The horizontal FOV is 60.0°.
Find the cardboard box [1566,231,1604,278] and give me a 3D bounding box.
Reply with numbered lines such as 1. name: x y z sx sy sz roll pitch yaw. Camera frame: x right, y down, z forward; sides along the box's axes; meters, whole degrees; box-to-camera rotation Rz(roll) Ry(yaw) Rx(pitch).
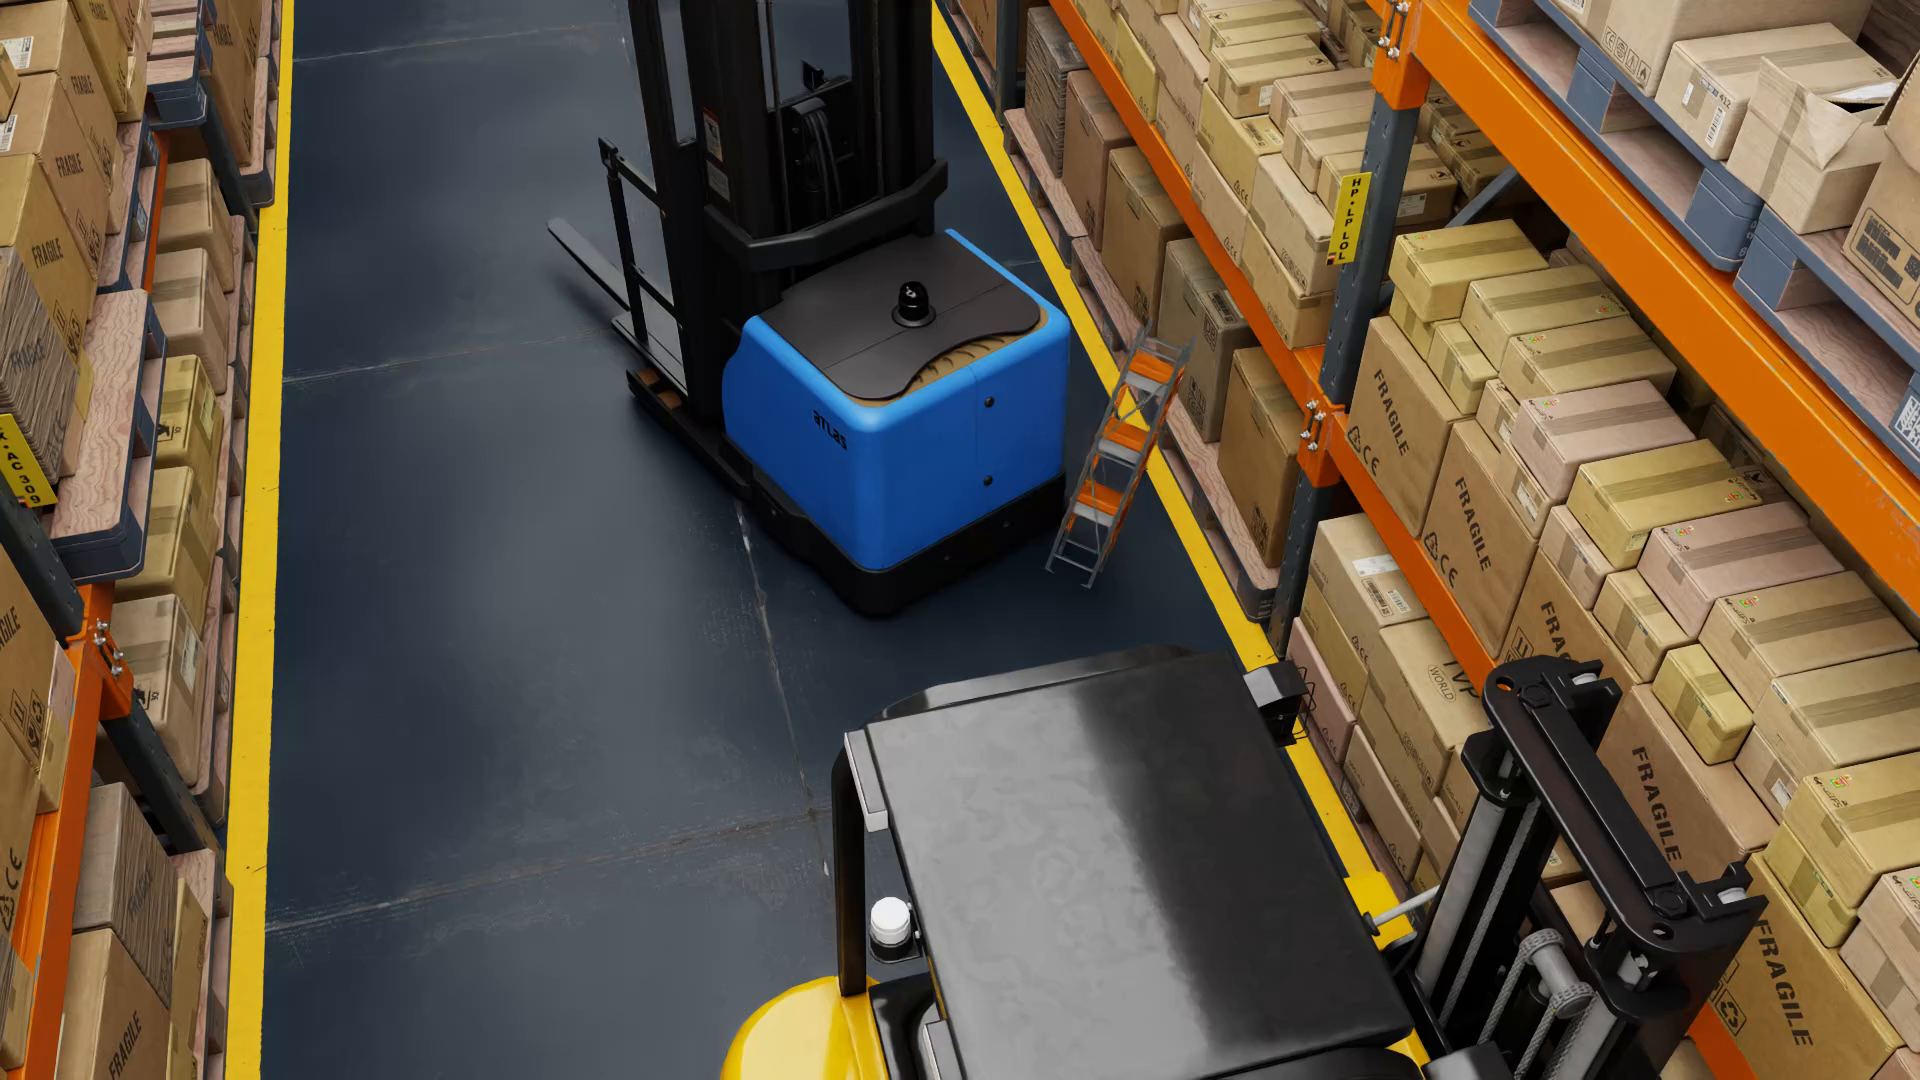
1. cardboard box: 2.092 -0.914 5.064 0.380 0.149 0.250 -11 47 -10

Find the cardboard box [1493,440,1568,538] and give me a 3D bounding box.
1. cardboard box: 1.699 -0.169 4.542 0.380 0.149 0.250 -10 46 -9

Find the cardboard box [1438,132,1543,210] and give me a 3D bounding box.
1. cardboard box: 1.836 -1.257 5.608 0.380 0.149 0.250 -12 47 -11

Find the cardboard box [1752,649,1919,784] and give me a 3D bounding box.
1. cardboard box: 2.049 0.416 3.760 0.380 0.149 0.250 -10 46 -10

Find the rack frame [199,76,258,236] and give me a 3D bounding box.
1. rack frame: -4.103 -2.564 7.414 1.000 3.000 0.127 -11 47 -10

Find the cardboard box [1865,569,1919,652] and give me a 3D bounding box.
1. cardboard box: 2.424 0.157 4.014 0.380 0.149 0.250 -9 46 -9

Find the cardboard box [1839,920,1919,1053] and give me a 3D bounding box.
1. cardboard box: 2.115 0.888 3.506 0.380 0.149 0.250 -12 47 -12

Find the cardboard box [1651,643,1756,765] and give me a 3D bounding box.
1. cardboard box: 1.922 0.365 4.019 0.380 0.149 0.250 -12 47 -11

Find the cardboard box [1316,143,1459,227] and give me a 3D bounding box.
1. cardboard box: 1.416 -1.170 5.523 0.380 0.149 0.250 -9 46 -9

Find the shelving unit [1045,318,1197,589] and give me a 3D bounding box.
1. shelving unit: 0.634 -0.340 6.592 0.215 1.050 0.252 23 19 9

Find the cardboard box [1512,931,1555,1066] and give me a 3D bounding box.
1. cardboard box: 1.921 1.364 4.845 0.500 0.250 0.500 -11 47 -10

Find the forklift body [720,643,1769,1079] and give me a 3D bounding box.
1. forklift body: 0.494 1.370 4.152 2.313 2.155 1.214 -11 47 -10

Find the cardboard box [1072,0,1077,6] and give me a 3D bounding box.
1. cardboard box: 0.696 -2.723 7.674 0.500 0.250 0.500 -12 47 -11

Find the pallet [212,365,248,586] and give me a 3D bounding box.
1. pallet: -3.595 -0.208 7.057 1.003 0.211 1.213 -11 47 -10

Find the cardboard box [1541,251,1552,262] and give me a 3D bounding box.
1. cardboard box: 1.855 -1.054 6.038 0.500 0.250 0.500 -10 46 -10

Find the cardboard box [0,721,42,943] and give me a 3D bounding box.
1. cardboard box: -2.586 0.674 3.962 0.500 0.500 0.500 -9 46 -9

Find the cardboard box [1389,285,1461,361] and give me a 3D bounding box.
1. cardboard box: 1.546 -0.707 5.069 0.380 0.149 0.250 -11 47 -11

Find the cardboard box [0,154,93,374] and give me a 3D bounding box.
1. cardboard box: -3.050 -0.811 5.123 0.500 0.500 0.500 -11 47 -10

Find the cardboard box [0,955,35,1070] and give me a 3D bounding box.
1. cardboard box: -2.439 1.152 3.947 0.380 0.149 0.250 -11 47 -11

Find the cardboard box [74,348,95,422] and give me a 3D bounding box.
1. cardboard box: -2.970 -0.475 5.248 0.380 0.149 0.250 -10 46 -9

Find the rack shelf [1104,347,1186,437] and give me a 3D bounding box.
1. rack shelf: 0.724 -0.582 6.504 0.215 0.259 0.240 23 19 9

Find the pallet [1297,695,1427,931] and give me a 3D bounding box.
1. pallet: 1.882 0.820 6.049 1.003 0.211 1.213 -11 47 -10

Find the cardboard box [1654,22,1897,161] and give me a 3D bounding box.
1. cardboard box: 1.737 -0.961 3.554 0.380 0.149 0.250 -9 46 -9

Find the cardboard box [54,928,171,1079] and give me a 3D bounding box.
1. cardboard box: -2.536 1.461 4.575 0.500 0.500 0.500 -10 46 -10

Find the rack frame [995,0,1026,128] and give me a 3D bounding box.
1. rack frame: 0.695 -3.474 8.305 1.000 3.000 0.127 -11 47 -10

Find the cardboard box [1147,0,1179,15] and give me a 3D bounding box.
1. cardboard box: 0.918 -2.216 6.548 0.380 0.149 0.250 -12 47 -11

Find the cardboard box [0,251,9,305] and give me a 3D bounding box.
1. cardboard box: -2.857 -0.705 4.565 0.380 0.149 0.250 -11 47 -10

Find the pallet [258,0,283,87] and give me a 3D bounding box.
1. pallet: -4.541 -2.987 9.780 1.003 0.211 1.213 -11 47 -10

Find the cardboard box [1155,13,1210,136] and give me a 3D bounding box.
1. cardboard box: 1.082 -1.835 6.454 0.500 0.250 0.500 -10 46 -10

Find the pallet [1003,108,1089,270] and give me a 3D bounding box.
1. pallet: 0.868 -1.923 8.737 1.003 0.211 1.213 -11 47 -10

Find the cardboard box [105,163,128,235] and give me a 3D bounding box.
1. cardboard box: -3.222 -1.206 5.964 0.380 0.149 0.250 -9 46 -9

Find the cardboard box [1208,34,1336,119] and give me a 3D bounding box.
1. cardboard box: 1.126 -1.681 6.024 0.380 0.149 0.250 -12 47 -12

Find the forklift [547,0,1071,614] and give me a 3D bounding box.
1. forklift: -0.858 -1.734 6.648 1.130 2.935 3.031 -29 52 -25

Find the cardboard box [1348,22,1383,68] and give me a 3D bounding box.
1. cardboard box: 1.669 -1.797 6.137 0.380 0.149 0.250 -11 47 -11

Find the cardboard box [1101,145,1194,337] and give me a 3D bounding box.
1. cardboard box: 1.188 -1.443 7.683 0.875 0.625 0.625 -12 47 -12

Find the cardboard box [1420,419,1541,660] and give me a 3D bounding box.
1. cardboard box: 1.729 -0.037 4.867 0.500 0.500 0.500 -10 46 -10

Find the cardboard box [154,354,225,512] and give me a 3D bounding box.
1. cardboard box: -3.582 -0.367 6.806 0.950 0.372 0.625 -9 46 -9

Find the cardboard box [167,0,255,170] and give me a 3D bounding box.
1. cardboard box: -4.199 -2.460 8.505 0.875 0.875 0.875 -11 47 -11

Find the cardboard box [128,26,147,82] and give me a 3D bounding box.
1. cardboard box: -3.488 -1.927 6.671 0.380 0.149 0.250 -13 47 -12

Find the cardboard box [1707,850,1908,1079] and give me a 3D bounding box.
1. cardboard box: 2.107 1.009 3.842 0.500 0.500 0.500 -12 47 -11

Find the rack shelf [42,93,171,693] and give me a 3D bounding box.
1. rack shelf: -3.591 -0.932 6.317 1.077 0.370 4.000 -11 47 -10

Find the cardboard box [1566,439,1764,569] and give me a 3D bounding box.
1. cardboard box: 1.801 -0.095 4.262 0.380 0.149 0.250 -11 47 -11

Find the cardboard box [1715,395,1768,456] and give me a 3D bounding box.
1. cardboard box: 2.322 -0.391 4.552 0.380 0.149 0.250 -12 47 -11

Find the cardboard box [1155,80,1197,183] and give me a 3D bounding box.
1. cardboard box: 1.105 -1.655 6.627 0.500 0.250 0.500 -10 47 -10

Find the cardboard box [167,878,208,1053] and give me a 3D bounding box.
1. cardboard box: -2.668 1.372 5.187 0.500 0.250 0.500 -9 46 -9

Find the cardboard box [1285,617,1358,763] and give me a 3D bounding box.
1. cardboard box: 1.522 0.497 6.044 0.500 0.250 0.500 -10 46 -10

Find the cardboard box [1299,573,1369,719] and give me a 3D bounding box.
1. cardboard box: 1.544 0.318 5.870 0.500 0.250 0.500 -11 47 -11

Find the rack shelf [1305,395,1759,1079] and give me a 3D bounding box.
1. rack shelf: 2.231 0.920 4.503 1.077 0.370 4.000 -11 47 -10

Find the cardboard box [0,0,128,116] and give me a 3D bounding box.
1. cardboard box: -3.444 -1.884 6.175 0.500 0.500 0.500 -14 47 -13

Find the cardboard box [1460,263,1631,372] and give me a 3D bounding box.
1. cardboard box: 1.685 -0.644 4.799 0.380 0.149 0.250 -10 46 -10

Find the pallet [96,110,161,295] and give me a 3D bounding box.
1. pallet: -3.556 -1.138 6.150 1.003 0.211 1.213 -11 47 -10

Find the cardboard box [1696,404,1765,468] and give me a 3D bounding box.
1. cardboard box: 2.310 -0.277 4.648 0.380 0.149 0.250 -10 47 -10

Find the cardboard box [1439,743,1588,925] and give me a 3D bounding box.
1. cardboard box: 1.799 0.840 5.008 0.500 0.250 0.500 -9 46 -9

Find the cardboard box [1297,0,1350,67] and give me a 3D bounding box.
1. cardboard box: 1.597 -1.938 6.554 0.500 0.250 0.500 -12 47 -11

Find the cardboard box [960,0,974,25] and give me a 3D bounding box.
1. cardboard box: 0.260 -3.347 9.636 0.500 0.500 0.500 -11 47 -11
